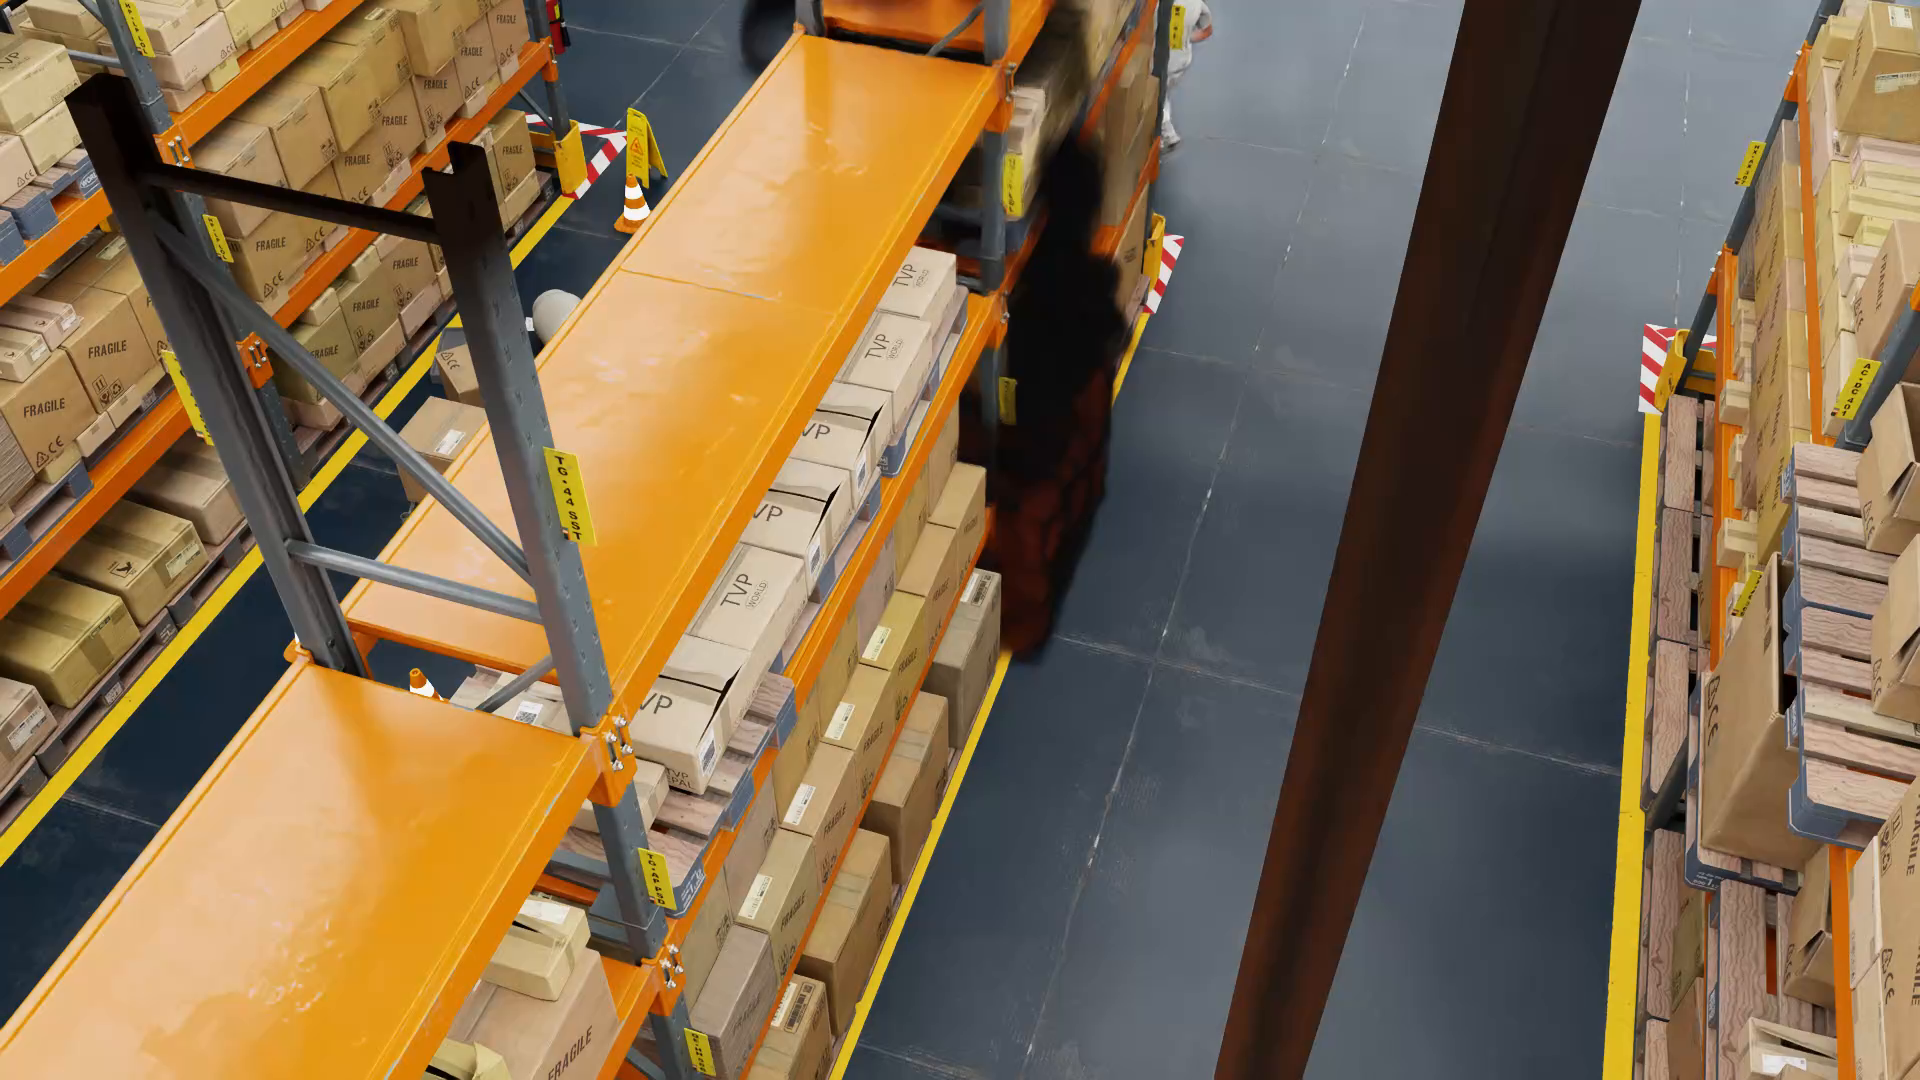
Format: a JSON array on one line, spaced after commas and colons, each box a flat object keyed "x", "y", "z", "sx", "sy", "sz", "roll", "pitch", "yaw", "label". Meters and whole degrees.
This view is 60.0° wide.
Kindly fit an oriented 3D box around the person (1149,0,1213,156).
[{"x": 1.748, "y": -3.922, "z": 13.749, "sx": 0.679, "sy": 1.746, "sz": 0.650, "roll": -19, "pitch": 49, "yaw": -17, "label": "person"}]
